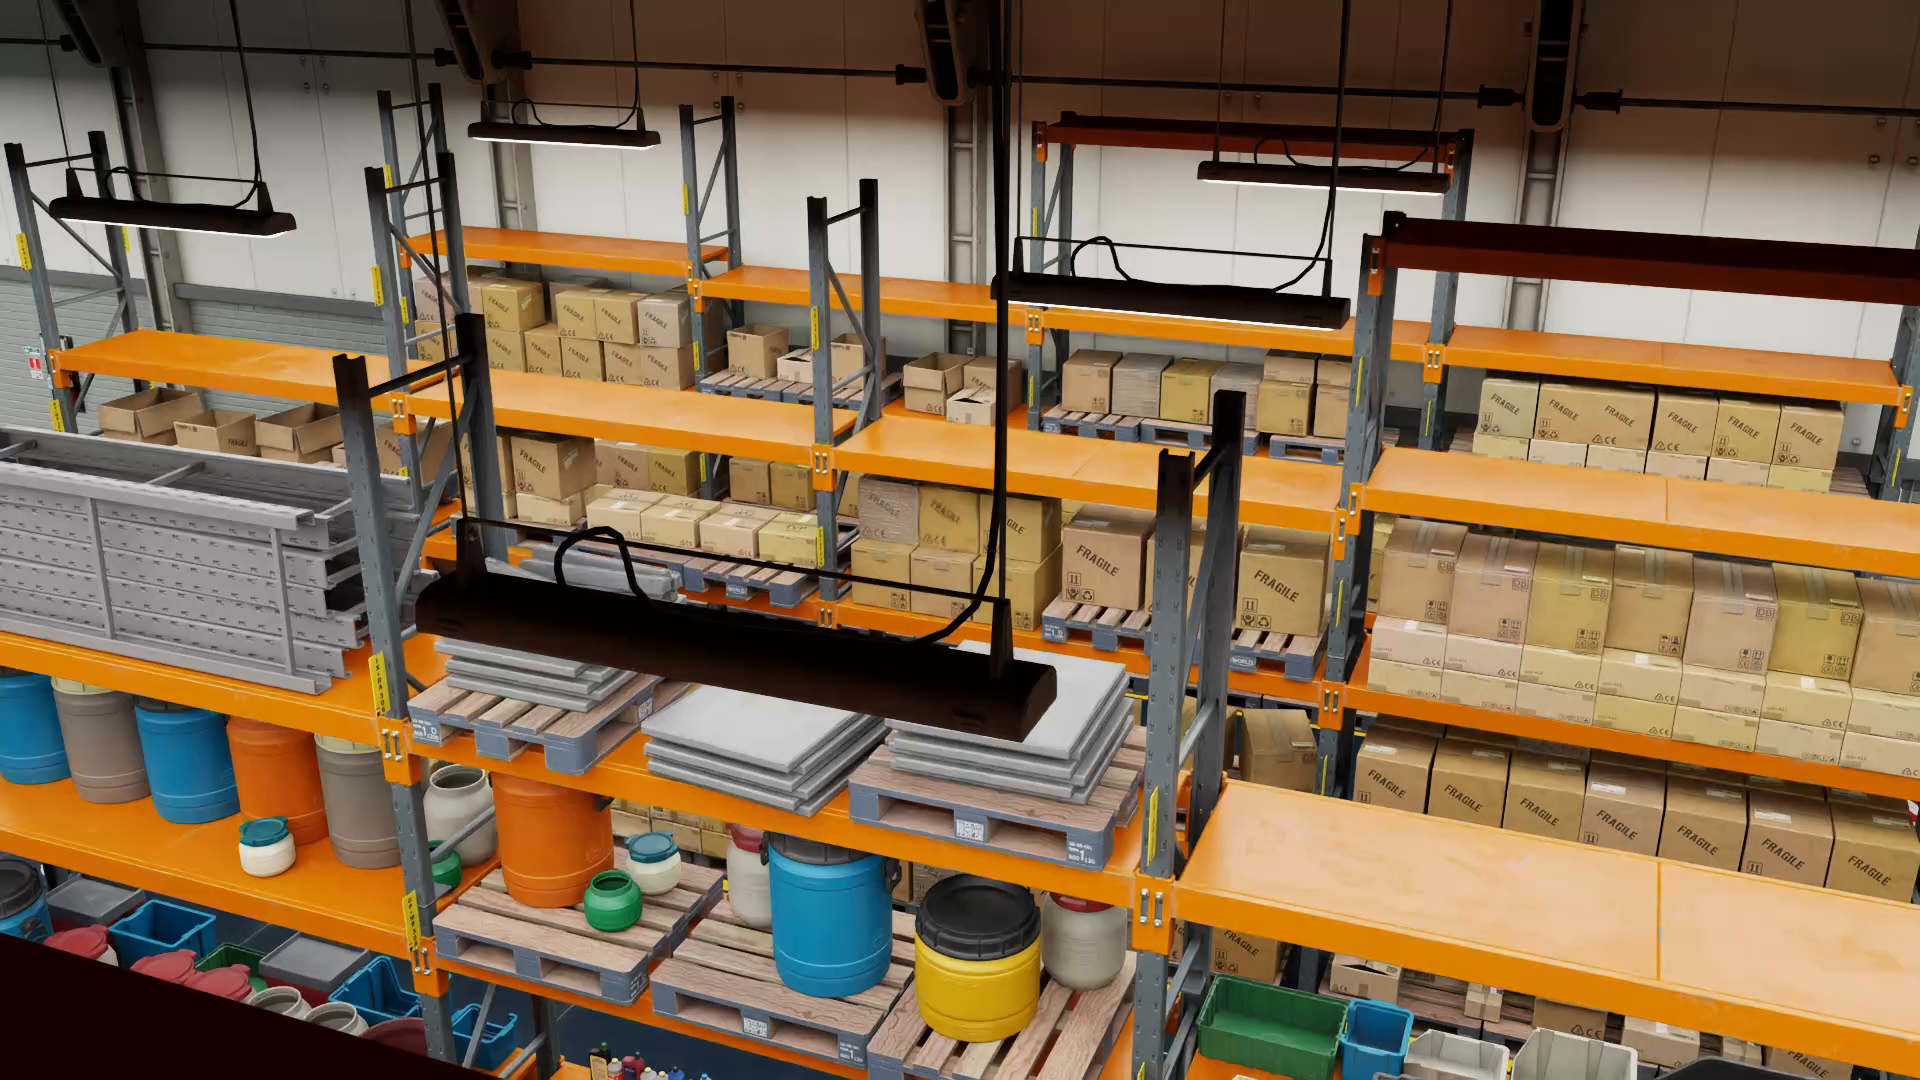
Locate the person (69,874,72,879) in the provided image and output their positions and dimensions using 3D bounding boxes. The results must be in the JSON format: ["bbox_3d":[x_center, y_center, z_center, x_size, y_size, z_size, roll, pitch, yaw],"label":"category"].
[{"bbox_3d":[-7.493,2.411,14.103,0.486,1.352,1.052,-15,25,-34],"label":"person"}]
